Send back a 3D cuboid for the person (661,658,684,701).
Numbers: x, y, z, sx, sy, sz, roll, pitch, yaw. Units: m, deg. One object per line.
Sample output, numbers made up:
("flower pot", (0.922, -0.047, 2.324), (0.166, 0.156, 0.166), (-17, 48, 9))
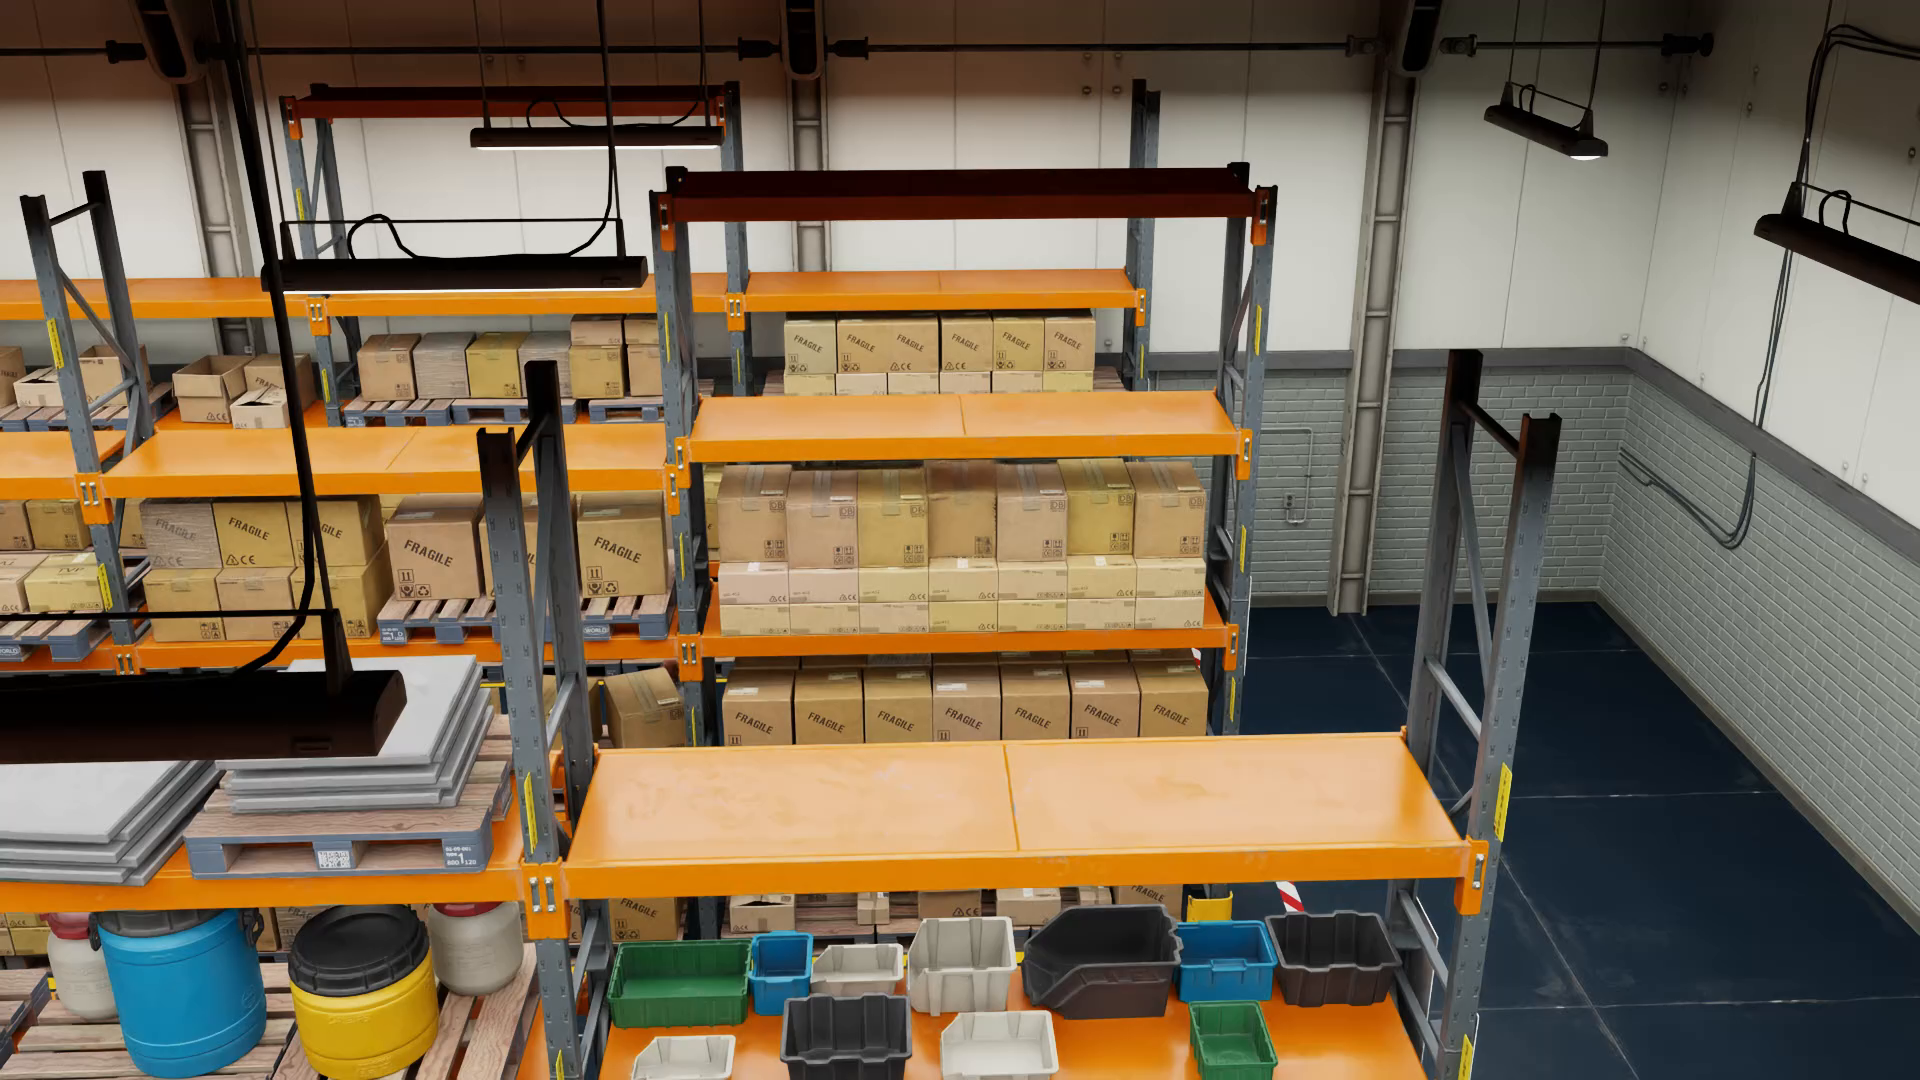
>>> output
("person", (-2.321, 1.737, 14.636), (0.638, 1.704, 0.624), (-6, 23, -13))
